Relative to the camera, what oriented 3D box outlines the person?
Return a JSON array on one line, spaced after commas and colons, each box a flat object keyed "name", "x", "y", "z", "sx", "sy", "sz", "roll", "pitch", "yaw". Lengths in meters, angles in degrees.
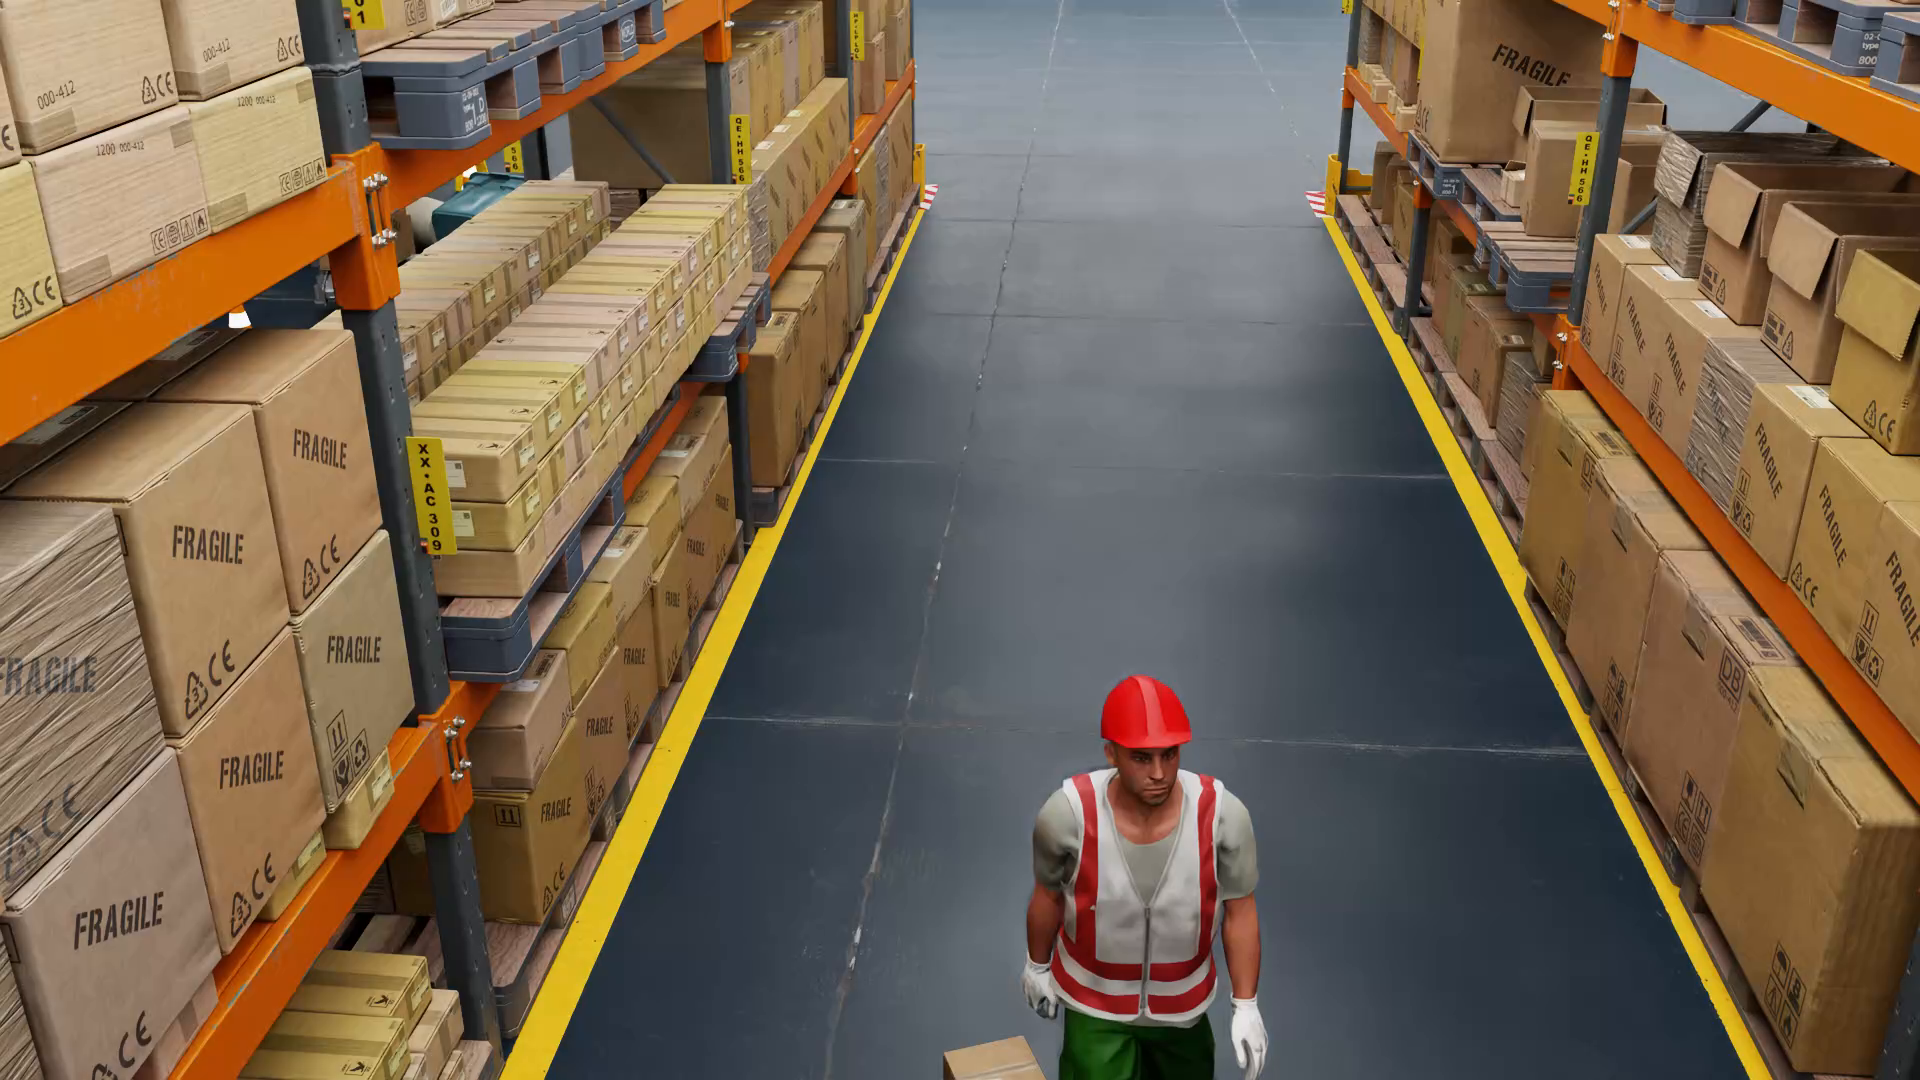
[{"name": "person", "x": 0.447, "y": 1.090, "z": 4.159, "sx": 0.568, "sy": 1.749, "sz": 0.993, "roll": -2, "pitch": 24, "yaw": -5}]
